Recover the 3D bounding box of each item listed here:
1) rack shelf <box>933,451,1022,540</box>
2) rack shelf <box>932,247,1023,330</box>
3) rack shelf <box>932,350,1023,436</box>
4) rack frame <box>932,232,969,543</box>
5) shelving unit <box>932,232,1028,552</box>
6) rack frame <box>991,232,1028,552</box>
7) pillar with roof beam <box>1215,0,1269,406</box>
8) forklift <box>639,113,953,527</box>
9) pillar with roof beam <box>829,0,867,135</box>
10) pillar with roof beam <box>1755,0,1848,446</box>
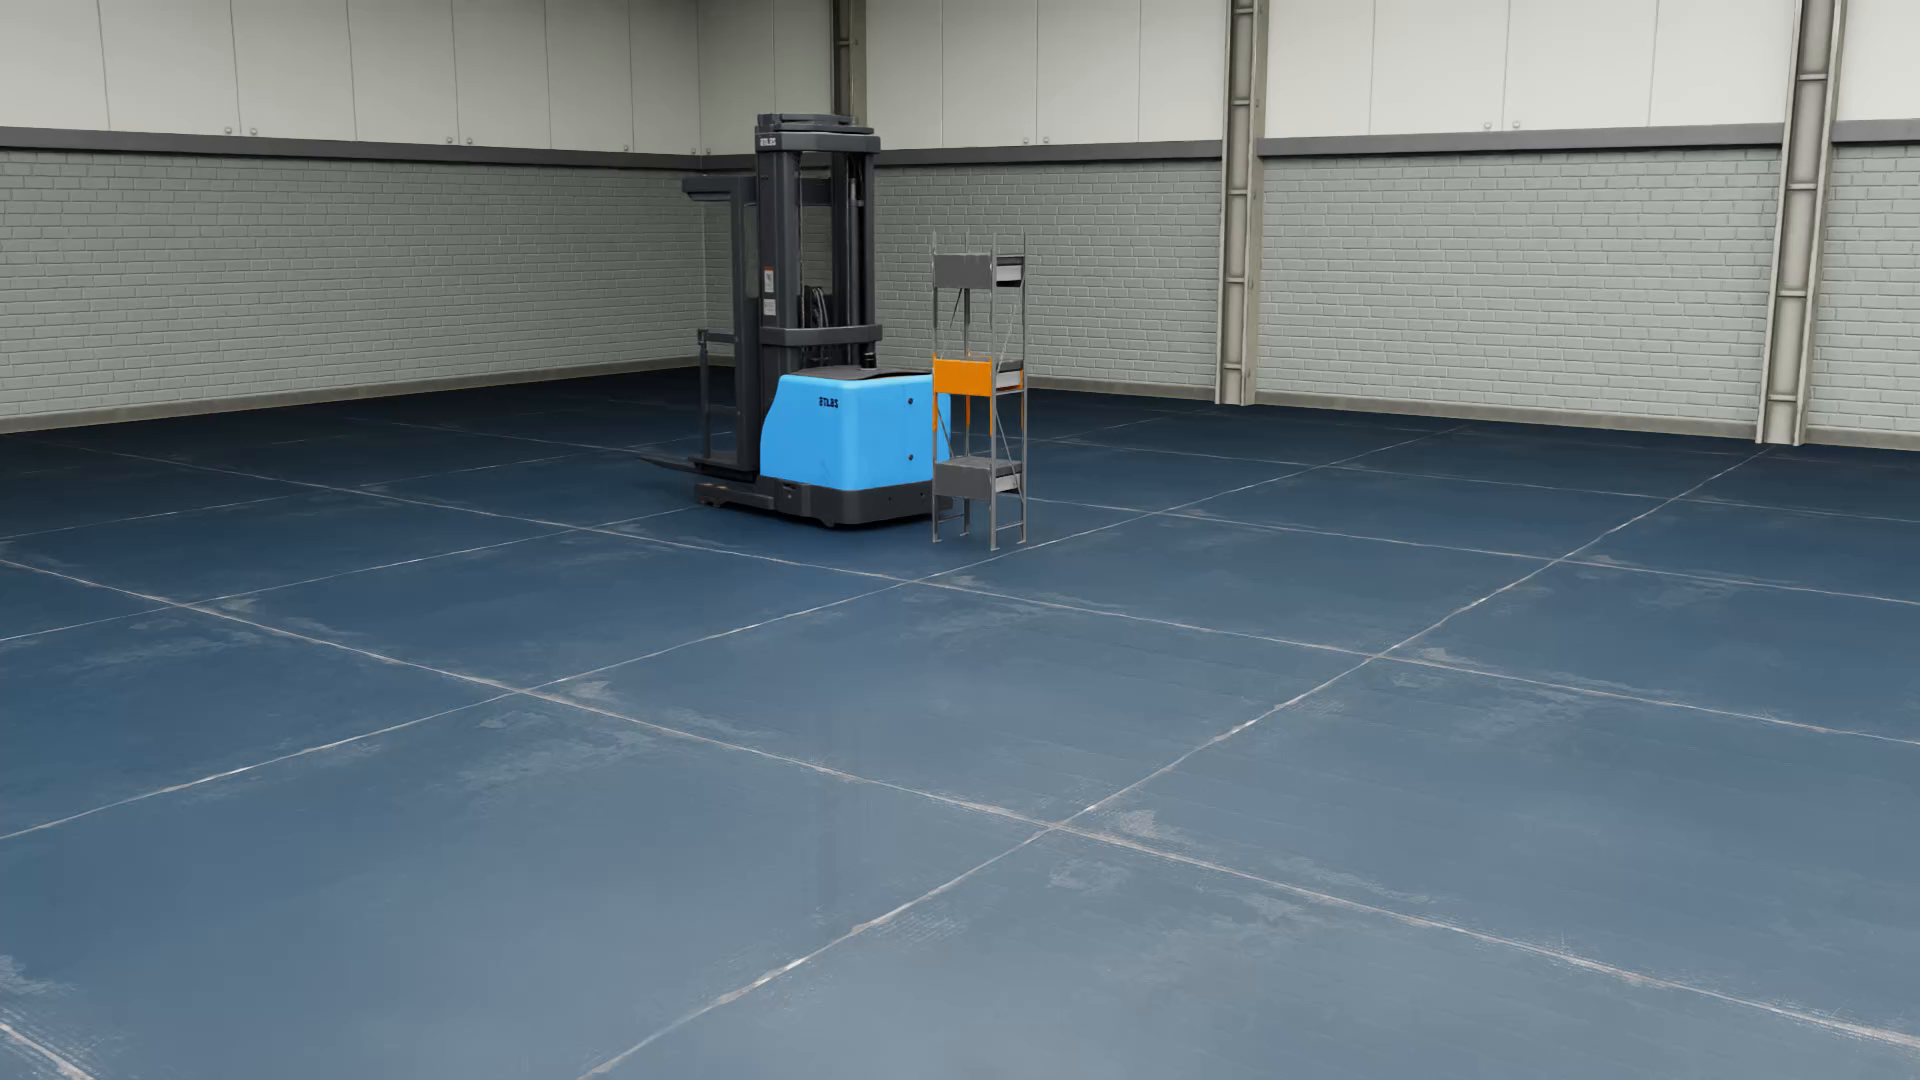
[{"bbox_3d":[0.133,-0.312,11.370,0.480,0.518,0.431,8,13,36],"label":"rack shelf"},{"bbox_3d":[0.133,-1.686,11.104,0.480,0.518,0.431,8,13,36],"label":"rack shelf"},{"bbox_3d":[0.133,-0.999,11.237,0.480,0.518,0.431,8,13,36],"label":"rack shelf"},{"bbox_3d":[-0.063,-1.040,11.376,0.015,2.100,0.400,8,13,36],"label":"rack frame"},{"bbox_3d":[0.133,-1.012,11.234,0.503,2.100,0.431,8,13,36],"label":"shelving unit"},{"bbox_3d":[0.330,-0.985,11.092,0.015,2.100,0.400,8,13,36],"label":"rack frame"},{"bbox_3d":[0.764,-5.400,15.750,0.400,9.000,9.100,8,13,36],"label":"pillar with roof beam"},{"bbox_3d":[-1.424,-1.749,12.851,1.130,2.935,3.031,-10,15,-42],"label":"forklift"},{"bbox_3d":[-4.072,-6.074,19.237,0.400,9.000,9.100,8,13,36],"label":"pillar with roof beam"},{"bbox_3d":[5.600,-4.725,12.263,0.400,9.000,9.100,8,13,36],"label":"pillar with roof beam"}]
